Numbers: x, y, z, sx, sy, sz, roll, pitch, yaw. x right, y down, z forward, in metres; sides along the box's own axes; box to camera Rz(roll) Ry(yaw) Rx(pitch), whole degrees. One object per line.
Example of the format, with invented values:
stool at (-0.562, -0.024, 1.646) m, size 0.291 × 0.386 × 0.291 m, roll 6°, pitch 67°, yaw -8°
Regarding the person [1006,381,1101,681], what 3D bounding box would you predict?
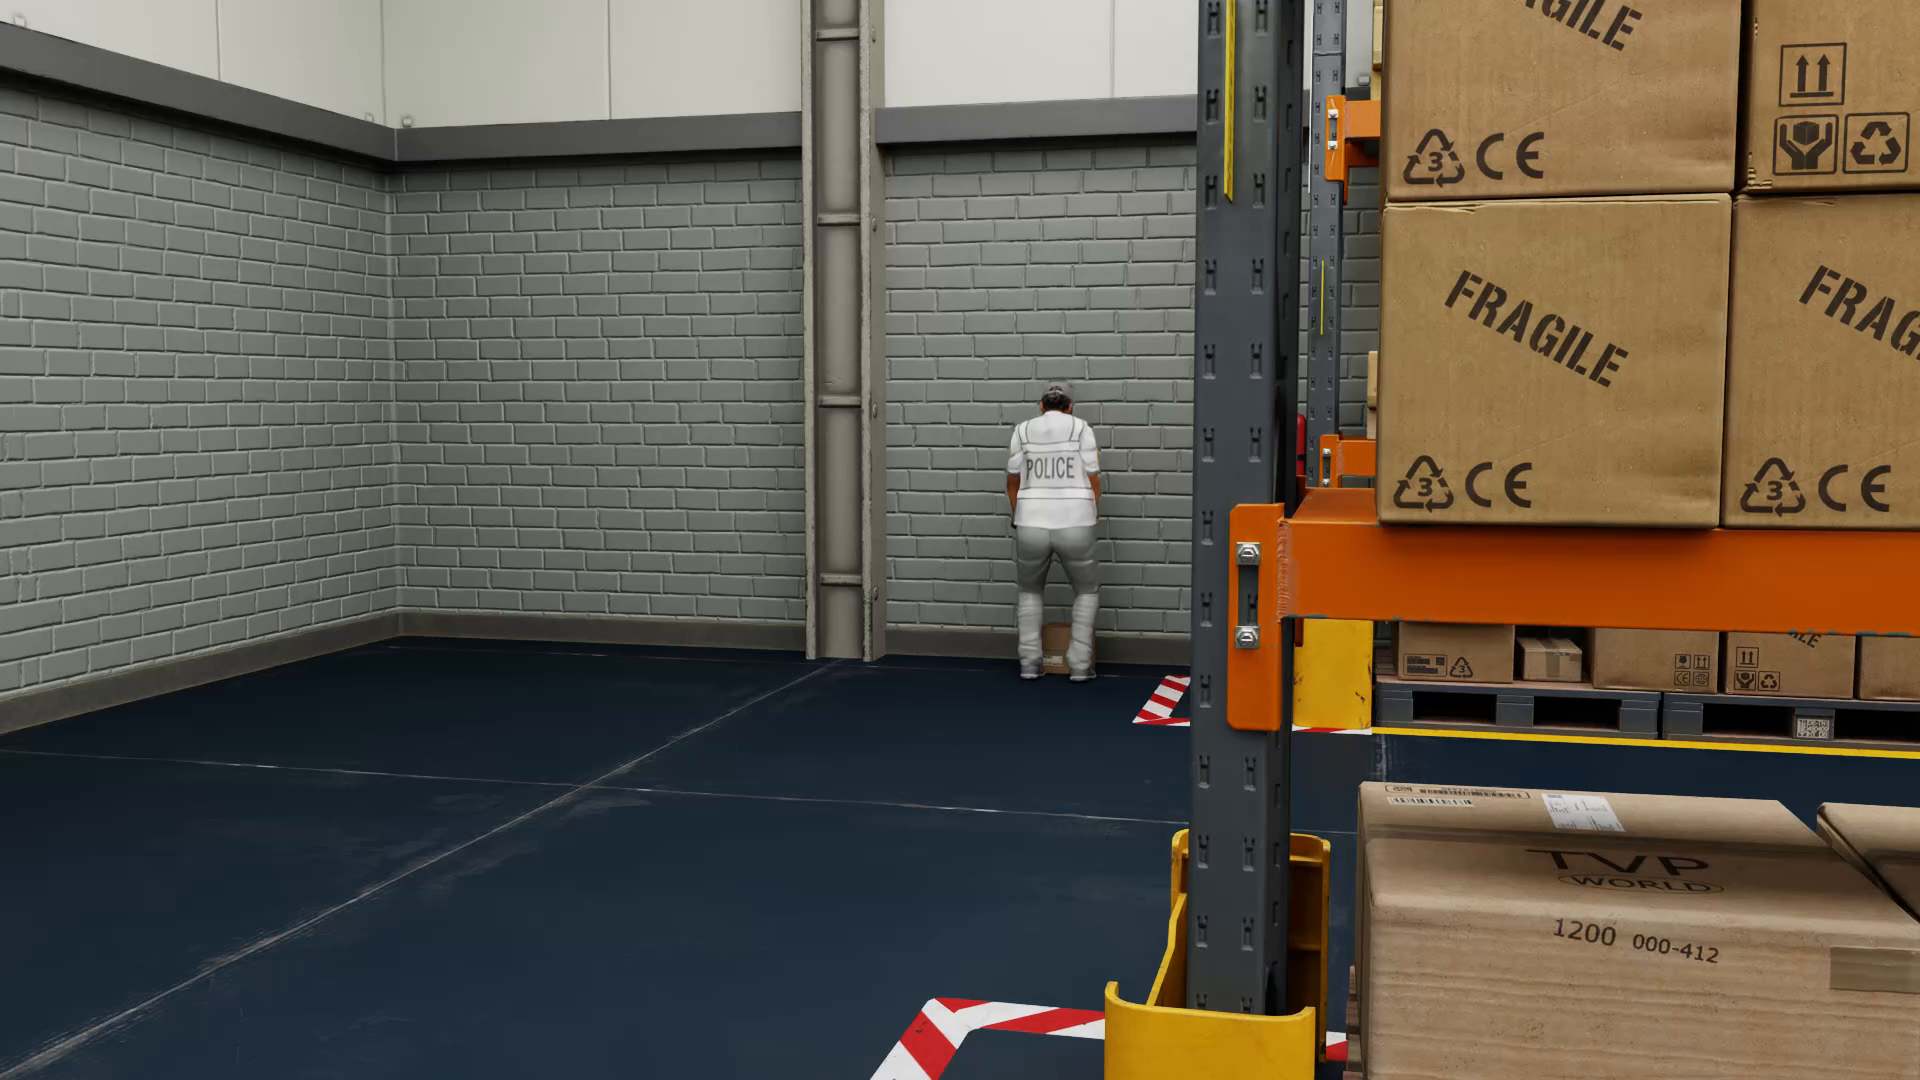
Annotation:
person at (0.491, -0.045, 8.822) m, size 0.507 × 1.587 × 0.532 m, roll 1°, pitch 5°, yaw 15°
